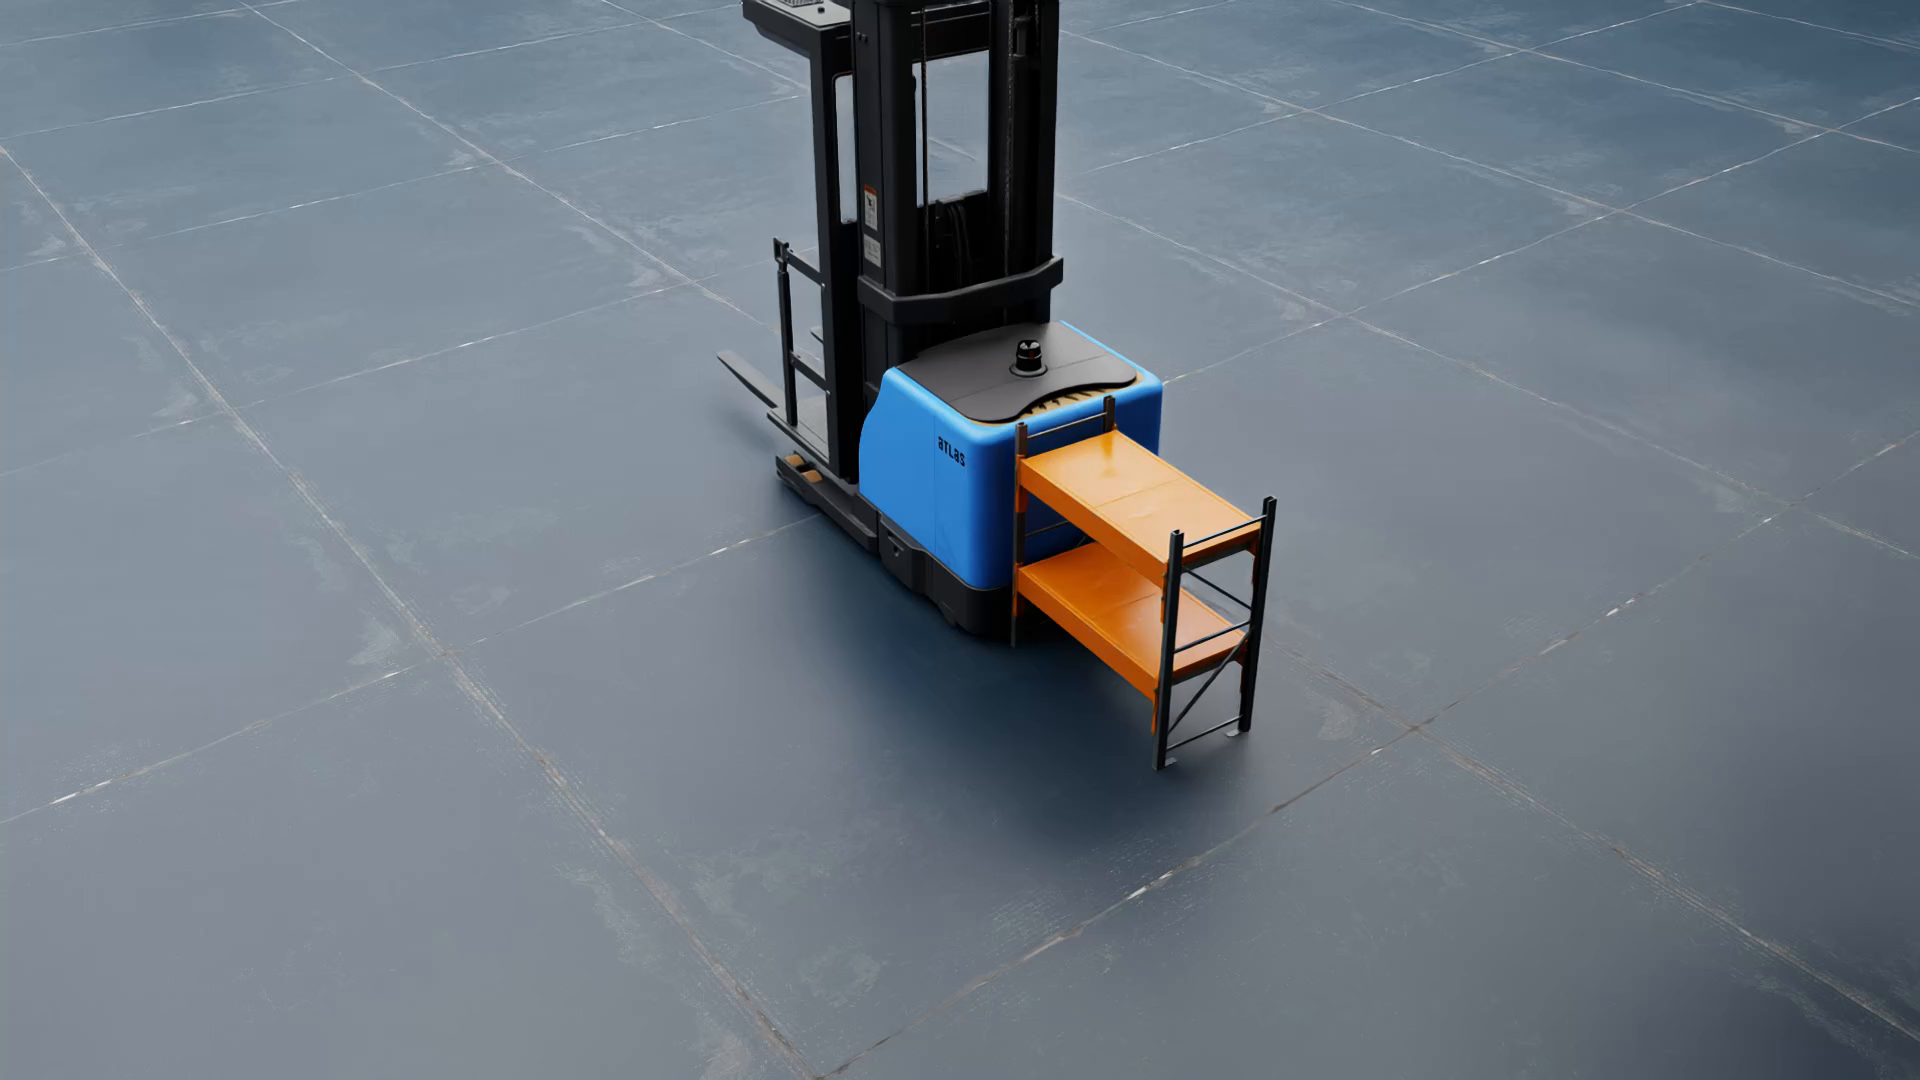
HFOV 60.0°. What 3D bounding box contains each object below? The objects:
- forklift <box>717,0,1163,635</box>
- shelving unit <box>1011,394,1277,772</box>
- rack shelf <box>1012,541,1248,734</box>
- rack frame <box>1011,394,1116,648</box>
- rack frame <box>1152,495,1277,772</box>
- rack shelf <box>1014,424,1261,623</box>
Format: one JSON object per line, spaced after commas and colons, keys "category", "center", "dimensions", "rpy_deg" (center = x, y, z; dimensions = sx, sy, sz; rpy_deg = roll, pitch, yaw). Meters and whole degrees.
{"category": "forklift", "center": [-0.301, -1.559, 7.982], "dimensions": [1.130, 2.935, 3.031], "rpy_deg": [-19, 36, -27]}
{"category": "shelving unit", "center": [0.723, 0.157, 6.931], "dimensions": [0.538, 1.125, 1.048], "rpy_deg": [-19, 36, -27]}
{"category": "rack shelf", "center": [0.723, 0.365, 7.060], "dimensions": [0.538, 0.278, 1.000], "rpy_deg": [-19, 36, -27]}
{"category": "rack frame", "center": [0.448, -0.068, 7.294], "dimensions": [0.500, 1.125, 0.032], "rpy_deg": [-19, 36, -27]}
{"category": "rack frame", "center": [0.998, 0.383, 6.568], "dimensions": [0.500, 1.125, 0.032], "rpy_deg": [-19, 36, -27]}
{"category": "rack shelf", "center": [0.723, -0.092, 6.776], "dimensions": [0.538, 0.278, 1.000], "rpy_deg": [-19, 36, -27]}
